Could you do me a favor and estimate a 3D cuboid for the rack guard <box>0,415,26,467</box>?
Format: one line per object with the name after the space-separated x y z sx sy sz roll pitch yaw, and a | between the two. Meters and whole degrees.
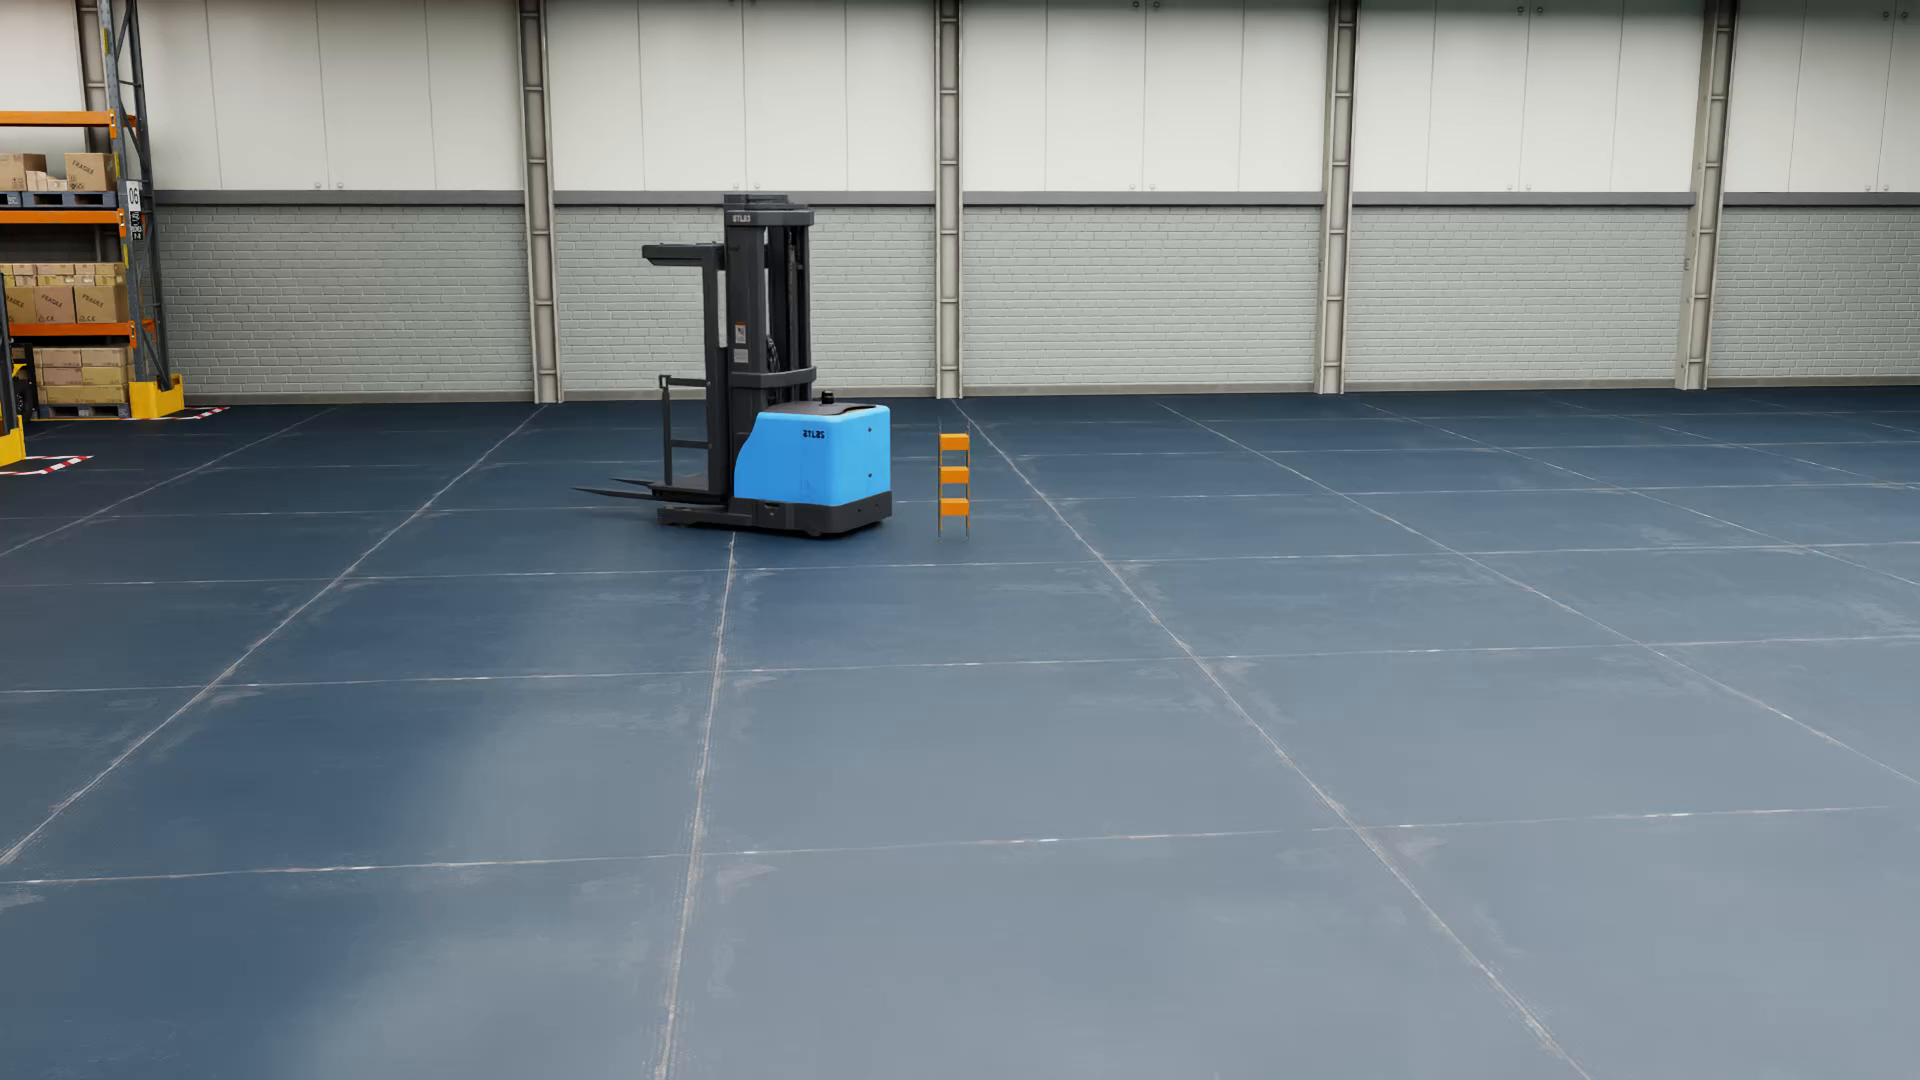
-10.850 -1.073 18.529 0.348 0.500 1.175 -1 11 -6 | rack guard

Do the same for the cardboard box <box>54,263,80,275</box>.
-12.146 -3.696 22.683 0.250 0.149 0.380 -1 11 -5 | cardboard box

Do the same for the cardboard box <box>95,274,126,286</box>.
-11.628 -3.559 22.756 0.250 0.149 0.380 -1 11 -5 | cardboard box

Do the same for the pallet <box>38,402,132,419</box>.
-12.070 -1.861 23.285 1.213 0.211 1.003 -1 11 -6 | pallet

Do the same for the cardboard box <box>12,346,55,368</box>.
-12.745 -2.507 22.790 0.500 0.250 0.500 -1 11 -5 | cardboard box

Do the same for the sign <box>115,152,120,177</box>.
-11.269 -5.016 22.240 0.005 0.325 0.100 -1 11 -6 | sign

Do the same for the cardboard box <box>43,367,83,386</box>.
-12.264 -2.277 22.915 0.500 0.250 0.500 -1 11 -7 | cardboard box

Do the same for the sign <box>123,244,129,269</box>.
-11.269 -3.833 22.473 0.005 0.325 0.100 -1 11 -6 | sign

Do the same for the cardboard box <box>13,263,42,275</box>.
-12.649 -3.679 22.593 0.250 0.149 0.380 -1 11 -5 | cardboard box

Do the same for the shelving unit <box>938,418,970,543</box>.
-0.053 -0.514 14.261 0.252 1.050 0.215 -1 11 -6 | shelving unit

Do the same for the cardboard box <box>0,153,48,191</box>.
-12.757 -4.971 22.493 0.500 0.500 0.700 -1 11 -6 | cardboard box

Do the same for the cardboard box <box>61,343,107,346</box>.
-12.308 -2.615 23.343 0.500 0.250 0.500 -1 11 -6 | cardboard box

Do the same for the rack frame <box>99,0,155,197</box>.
-11.314 -6.196 22.559 0.127 3.000 1.000 -1 11 -6 | rack frame

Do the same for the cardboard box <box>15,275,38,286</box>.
-12.652 -3.537 22.642 0.250 0.149 0.380 -2 11 -8 | cardboard box

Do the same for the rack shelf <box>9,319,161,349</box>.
-13.302 -2.858 22.995 4.000 0.370 1.077 -1 11 -6 | rack shelf

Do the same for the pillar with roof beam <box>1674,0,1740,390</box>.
12.221 -6.029 21.708 0.400 9.000 9.100 -1 11 -6 | pillar with roof beam

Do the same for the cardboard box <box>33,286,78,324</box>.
-12.292 -3.232 22.774 0.500 0.500 0.500 -1 11 -4 | cardboard box

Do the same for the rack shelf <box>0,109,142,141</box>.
-13.302 -5.606 22.455 4.000 0.370 1.077 -1 11 -6 | rack shelf

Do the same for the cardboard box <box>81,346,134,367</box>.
-11.738 -2.531 22.913 0.500 0.250 0.500 -1 11 -4 | cardboard box

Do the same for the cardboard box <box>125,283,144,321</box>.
-11.836 -3.345 23.347 0.500 0.500 0.500 -1 11 -4 | cardboard box

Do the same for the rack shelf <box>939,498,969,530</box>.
-0.053 -0.231 14.317 0.240 0.259 0.215 -1 11 -6 | rack shelf

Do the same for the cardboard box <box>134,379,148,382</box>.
-11.823 -2.137 23.501 0.500 0.250 0.500 -1 11 -6 | cardboard box

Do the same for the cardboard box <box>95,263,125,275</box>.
-11.647 -3.718 22.793 0.250 0.149 0.380 -1 11 -6 | cardboard box

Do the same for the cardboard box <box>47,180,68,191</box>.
-12.105 -4.781 22.439 0.250 0.149 0.380 -2 11 -8 | cardboard box

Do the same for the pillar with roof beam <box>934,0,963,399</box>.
0.291 -5.779 20.437 0.400 9.000 9.100 -1 11 -6 | pillar with roof beam

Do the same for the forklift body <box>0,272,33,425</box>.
-13.002 -2.447 21.239 1.214 2.155 2.313 -1 11 -6 | forklift body

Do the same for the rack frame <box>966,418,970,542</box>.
0.068 -0.517 14.274 0.008 1.050 0.200 -1 11 -6 | rack frame

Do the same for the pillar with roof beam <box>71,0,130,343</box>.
-11.638 -5.529 19.165 0.400 9.000 9.100 -1 11 -6 | pillar with roof beam

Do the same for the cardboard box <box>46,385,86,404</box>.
-12.242 -2.031 22.961 0.500 0.250 0.500 -1 11 -6 | cardboard box

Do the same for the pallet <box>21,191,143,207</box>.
-12.020 -4.672 22.807 1.213 0.211 1.003 -1 11 -6 | pallet

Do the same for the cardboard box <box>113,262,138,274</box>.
-11.671 -3.800 23.210 0.250 0.149 0.380 -1 11 -7 | cardboard box

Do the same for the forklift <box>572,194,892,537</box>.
-2.170 -1.639 15.105 3.031 2.935 1.130 5 12 26 | forklift

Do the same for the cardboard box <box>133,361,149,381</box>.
-11.804 -2.385 23.467 0.500 0.250 0.500 -1 11 -5 | cardboard box

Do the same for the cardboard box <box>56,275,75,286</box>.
-12.144 -3.555 22.732 0.250 0.149 0.380 -1 11 -5 | cardboard box
